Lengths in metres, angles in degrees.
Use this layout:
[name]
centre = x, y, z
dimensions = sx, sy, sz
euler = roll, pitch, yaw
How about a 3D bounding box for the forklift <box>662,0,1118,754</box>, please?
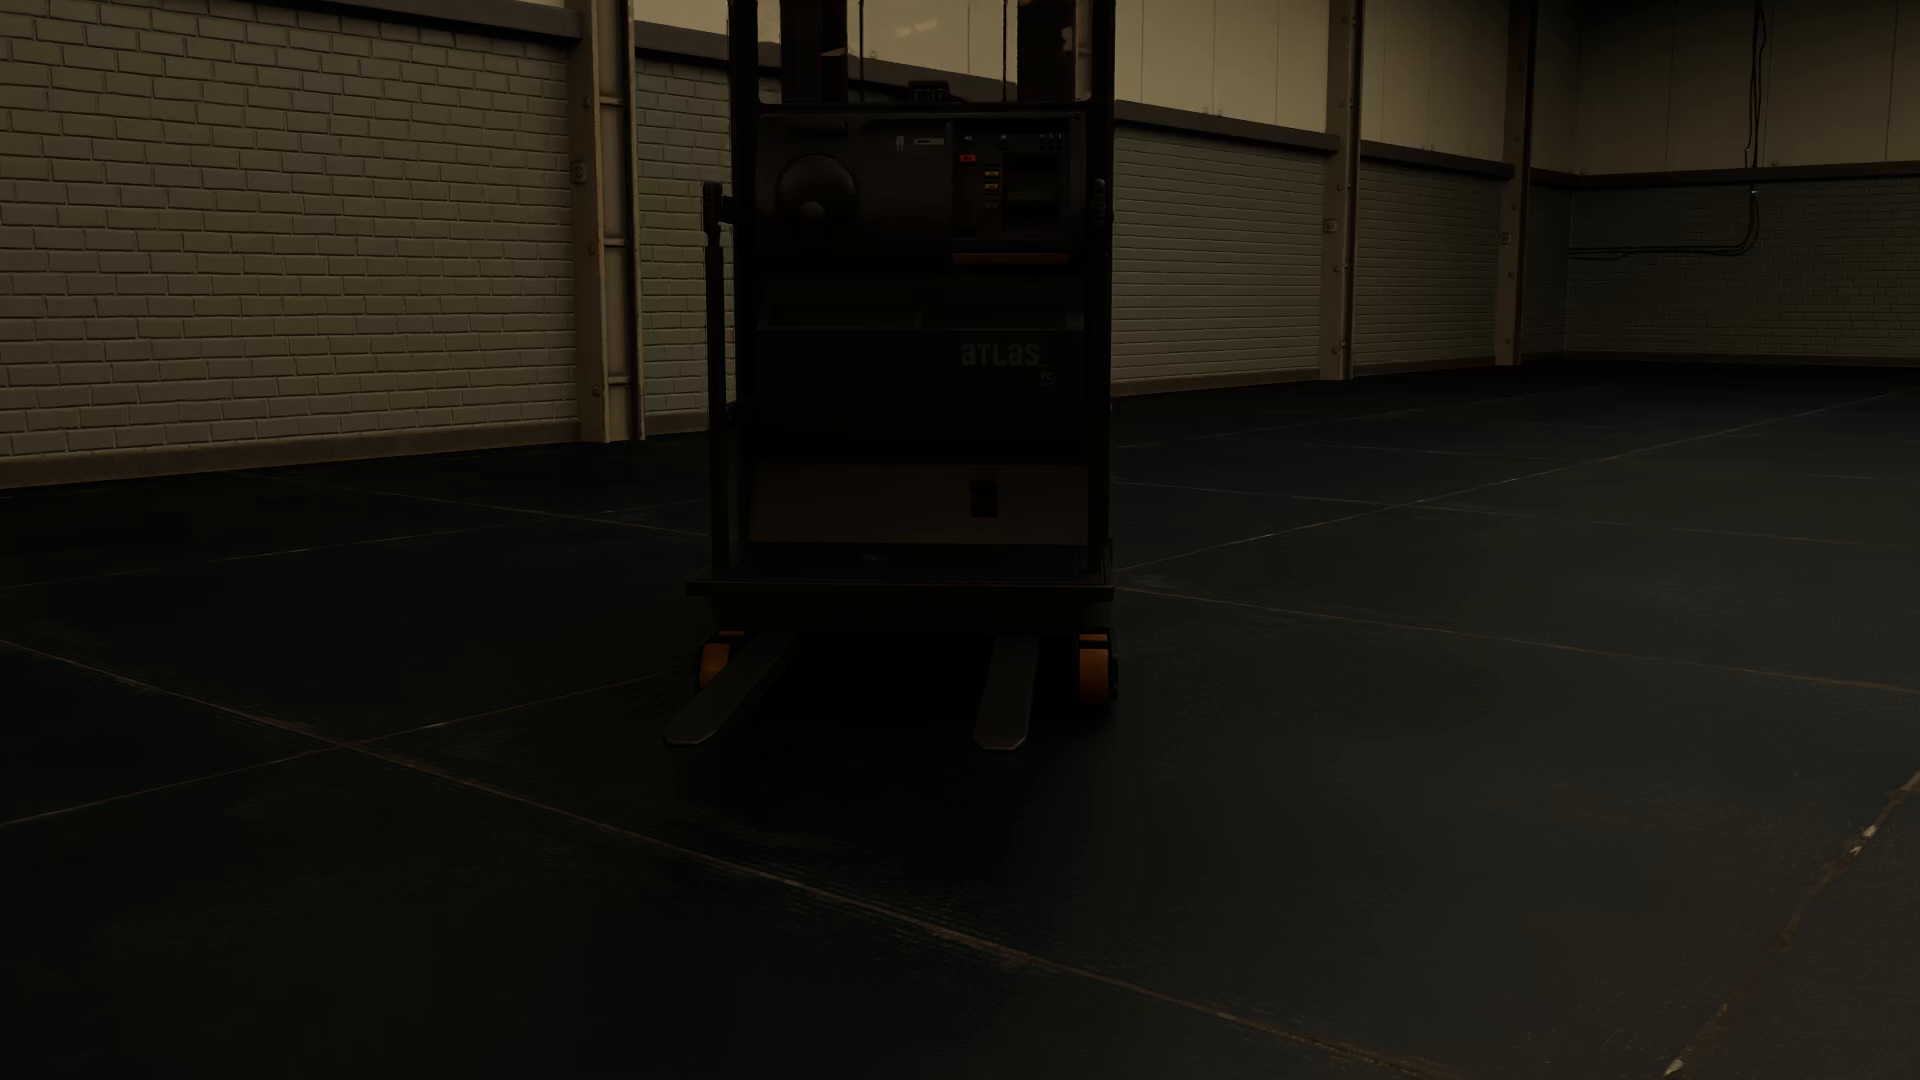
[forklift]
centre = -0.125, -1.054, 4.483
dimensions = 1.130, 2.935, 3.031
euler = 1, 8, 4
